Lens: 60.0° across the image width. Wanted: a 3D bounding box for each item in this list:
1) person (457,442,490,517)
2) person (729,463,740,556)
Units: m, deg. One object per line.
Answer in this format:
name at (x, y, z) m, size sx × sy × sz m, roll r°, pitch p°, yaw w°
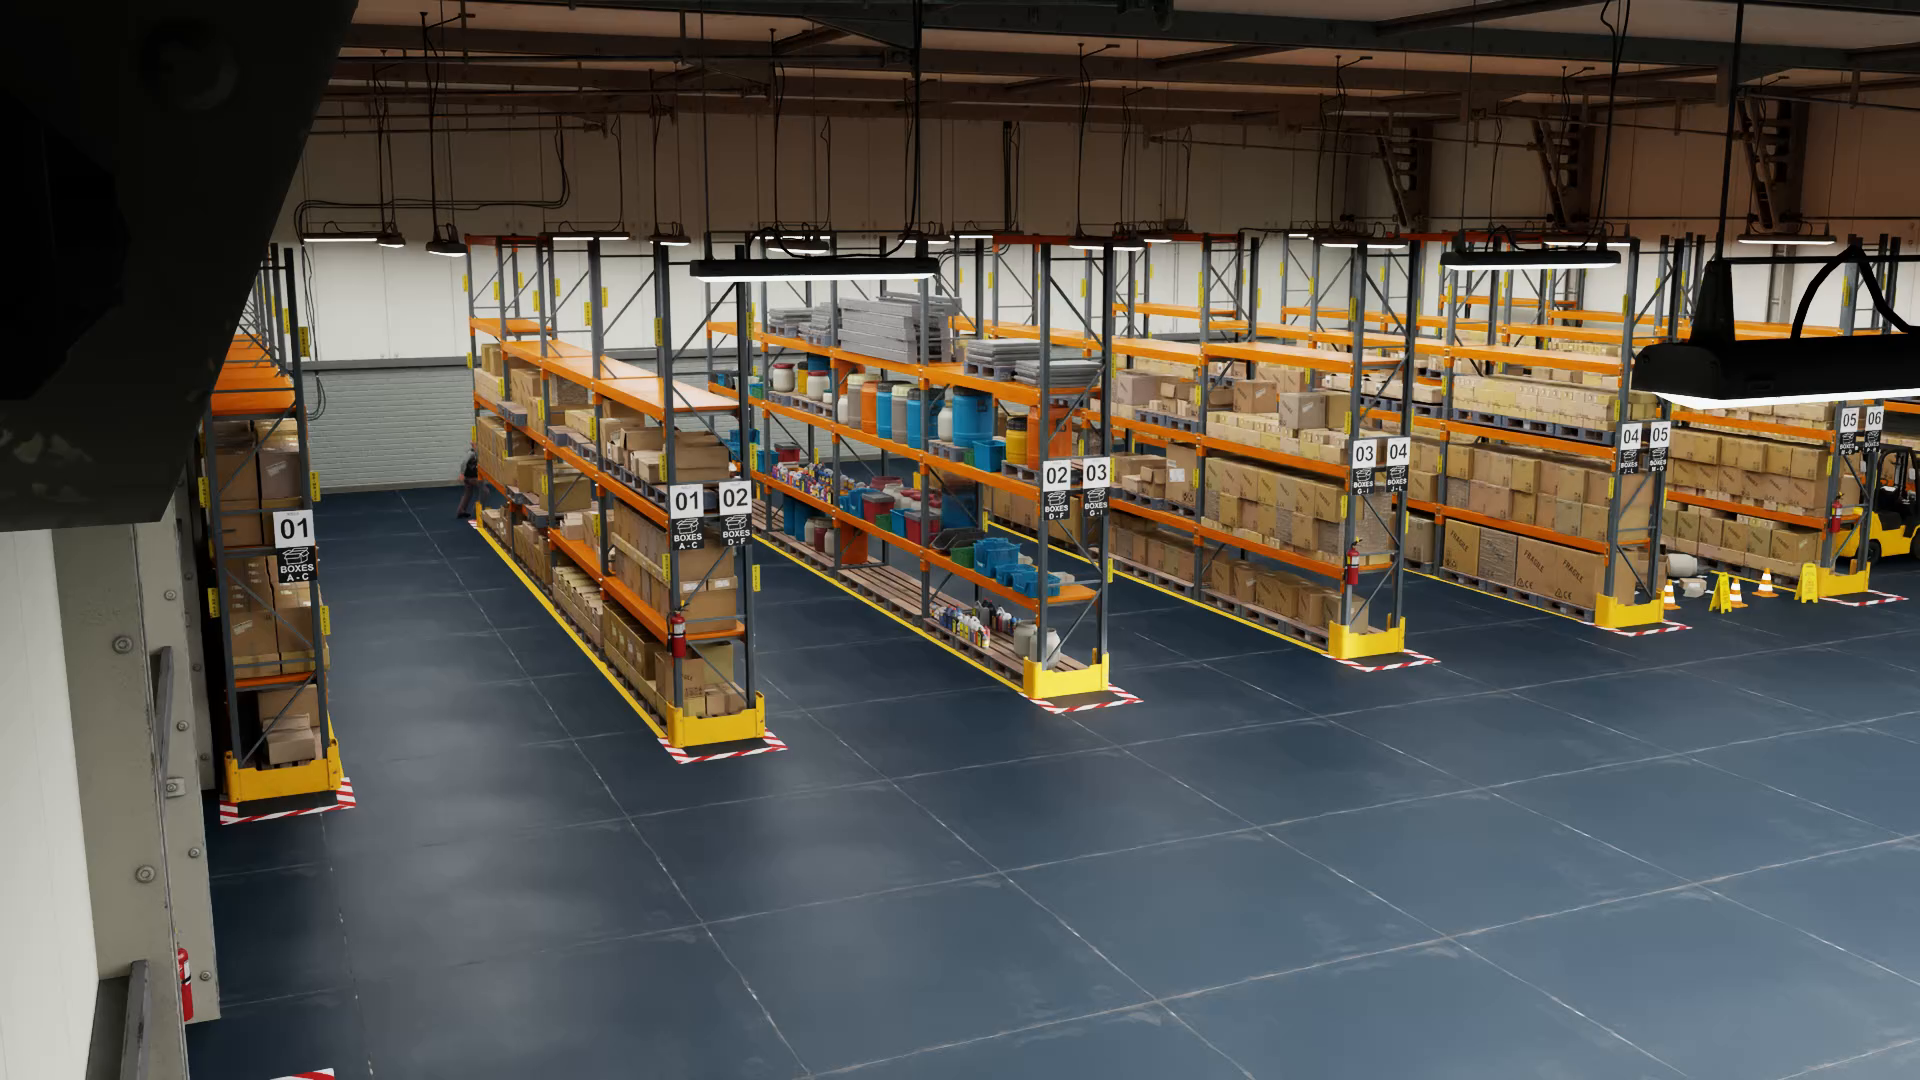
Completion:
person at (-10.380, -1.271, 35.548) m, size 0.836 × 1.636 × 0.564 m, roll -7°, pitch 13°, yaw -31°
person at (-4.331, -0.611, 31.637) m, size 0.656 × 1.701 × 1.050 m, roll -4°, pitch 12°, yaw -22°
